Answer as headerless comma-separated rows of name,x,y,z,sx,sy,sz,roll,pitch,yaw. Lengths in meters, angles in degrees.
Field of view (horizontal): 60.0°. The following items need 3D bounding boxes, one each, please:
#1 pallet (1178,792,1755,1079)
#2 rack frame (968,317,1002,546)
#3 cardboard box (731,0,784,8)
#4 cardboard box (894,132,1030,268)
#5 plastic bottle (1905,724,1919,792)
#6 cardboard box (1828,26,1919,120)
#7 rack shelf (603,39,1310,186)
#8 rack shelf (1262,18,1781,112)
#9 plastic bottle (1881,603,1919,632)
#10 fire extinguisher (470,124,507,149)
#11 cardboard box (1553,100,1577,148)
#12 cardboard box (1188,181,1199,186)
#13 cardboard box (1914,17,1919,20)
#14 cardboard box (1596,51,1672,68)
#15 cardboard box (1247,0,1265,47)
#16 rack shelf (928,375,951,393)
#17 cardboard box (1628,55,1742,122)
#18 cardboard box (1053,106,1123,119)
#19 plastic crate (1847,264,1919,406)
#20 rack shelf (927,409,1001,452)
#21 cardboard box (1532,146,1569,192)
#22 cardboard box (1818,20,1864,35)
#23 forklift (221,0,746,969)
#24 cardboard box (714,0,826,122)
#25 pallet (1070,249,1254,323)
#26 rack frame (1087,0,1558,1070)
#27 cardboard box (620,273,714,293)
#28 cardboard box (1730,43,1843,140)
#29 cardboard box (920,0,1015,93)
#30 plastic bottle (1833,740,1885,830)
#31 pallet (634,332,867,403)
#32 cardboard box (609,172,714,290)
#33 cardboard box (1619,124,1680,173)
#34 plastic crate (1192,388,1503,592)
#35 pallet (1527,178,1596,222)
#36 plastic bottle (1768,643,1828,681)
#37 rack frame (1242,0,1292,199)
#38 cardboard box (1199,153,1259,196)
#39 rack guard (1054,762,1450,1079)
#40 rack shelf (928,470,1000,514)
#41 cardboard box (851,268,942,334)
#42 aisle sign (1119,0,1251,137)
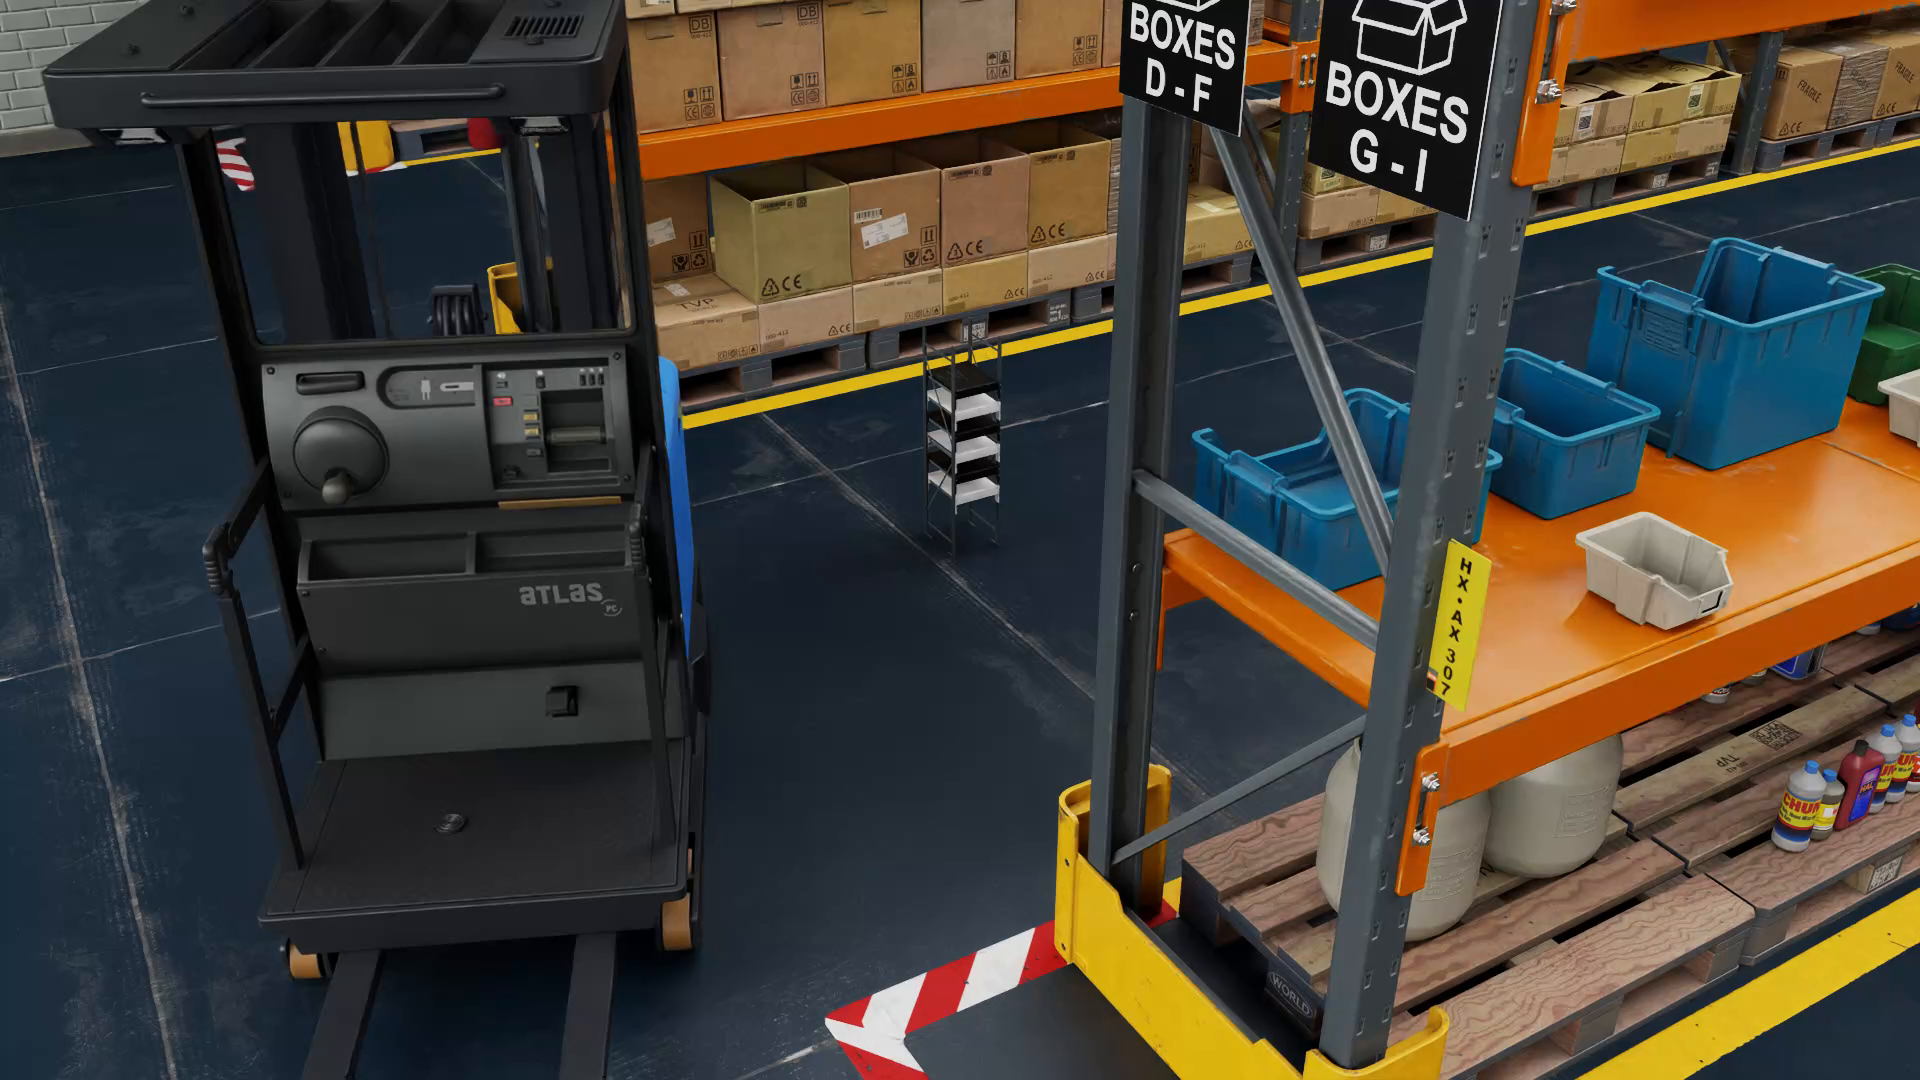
pallet,1.388,1.037,4.652,1.213,0.211,1.003,-16,33,-26
rack frame,0.095,-0.421,6.581,0.006,0.900,0.240,-16,33,-26
cardboard box,-0.973,-2.474,7.353,0.250,0.149,0.380,-16,33,-26
cardboard box,0.007,-1.726,8.409,0.500,0.500,0.500,-16,33,-26
plastic bottle,2.832,0.637,4.932,0.097,0.201,0.097,0,29,0
cardboard box,6.455,-3.313,11.781,0.500,0.500,0.500,-16,33,-27
rack shelf,-0.139,-2.188,8.355,4.000,0.370,1.077,-16,33,-26
rack shelf,3.310,-3.167,10.129,4.000,0.370,1.077,-16,33,-26
plastic bottle,3.259,0.124,5.707,0.185,0.351,0.144,-16,33,-26
fire extinguisher,-2.200,-2.144,7.611,0.183,0.674,0.296,-16,33,-26
cardboard box,3.393,-2.592,10.173,0.500,0.311,0.500,-15,32,-25
cardboard box,1.032,-1.985,9.654,0.500,0.250,0.500,-16,33,-26
cardboard box,7.340,-3.569,12.244,0.500,0.500,0.500,-15,32,-26
cardboard box,4.434,-3.191,11.259,0.500,0.311,0.500,-15,32,-25
cardboard box,1.206,-2.925,8.842,0.500,0.500,0.700,-17,33,-28
rack shelf,0.007,-0.616,6.415,0.184,0.015,0.199,-16,33,-26
cardboard box,4.708,-2.966,10.851,0.500,0.311,0.500,-15,32,-25
cardboard box,0.600,-2.192,9.253,0.500,0.500,0.500,-16,33,-26
plastic crate,2.779,-0.621,4.989,0.662,0.188,0.450,-16,33,-26
rack shelf,0.007,-0.446,6.509,0.200,0.077,0.258,-16,33,-26
cardboard box,3.385,-2.345,10.305,0.500,0.250,0.500,-15,32,-25
cardboard box,6.168,-3.523,12.161,0.500,0.500,0.500,-17,33,-28
forklift,-1.455,-0.276,4.217,1.130,2.935,3.031,3,29,5
cardboard box,-1.004,-2.297,7.703,0.500,0.500,0.700,-15,32,-25
pallet,0.879,-1.594,9.420,1.213,0.211,1.003,-16,33,-26
rack frame,0.643,0.051,3.553,0.127,3.000,1.000,-16,33,-26
cardboard box,-1.550,-1.248,8.317,0.500,0.250,0.500,-16,33,-26
cardboard box,5.572,-3.062,11.326,0.500,0.500,0.500,-14,32,-24
cardboard box,-0.121,-2.546,8.156,0.500,0.500,0.700,-15,32,-25
plastic bottle,2.569,0.686,4.759,0.133,0.283,0.061,-15,32,-26
pallet,-1.225,-0.997,8.338,1.213,0.211,1.003,-16,33,-26
cardboard box,-1.551,-1.577,8.138,0.500,0.500,0.500,-16,33,-26
cardboard box,4.262,-2.594,10.756,0.500,0.250,0.500,-16,33,-27
plastic crate,0.923,-0.131,4.037,0.616,0.251,0.499,-16,33,-26
pallet,3.254,-2.269,10.643,1.213,0.211,1.003,-16,33,-26
plastic bottle,2.753,0.302,5.461,0.135,0.276,0.152,-16,33,-26
rack frame,1.584,-2.994,9.070,0.053,2.616,0.949,-16,33,-26
cardboard box,1.796,-2.195,10.034,0.500,0.250,0.500,-16,33,-27
rack guard,0.685,1.107,4.226,0.348,0.500,1.175,-16,33,-26
rack shelf,0.007,-0.209,6.639,0.200,0.077,0.258,-16,33,-26
cardboard box,-0.427,-1.278,8.372,0.500,0.250,0.500,-16,33,-26
aisle sign,0.431,-1.193,3.117,0.004,0.787,0.394,-16,33,-26
